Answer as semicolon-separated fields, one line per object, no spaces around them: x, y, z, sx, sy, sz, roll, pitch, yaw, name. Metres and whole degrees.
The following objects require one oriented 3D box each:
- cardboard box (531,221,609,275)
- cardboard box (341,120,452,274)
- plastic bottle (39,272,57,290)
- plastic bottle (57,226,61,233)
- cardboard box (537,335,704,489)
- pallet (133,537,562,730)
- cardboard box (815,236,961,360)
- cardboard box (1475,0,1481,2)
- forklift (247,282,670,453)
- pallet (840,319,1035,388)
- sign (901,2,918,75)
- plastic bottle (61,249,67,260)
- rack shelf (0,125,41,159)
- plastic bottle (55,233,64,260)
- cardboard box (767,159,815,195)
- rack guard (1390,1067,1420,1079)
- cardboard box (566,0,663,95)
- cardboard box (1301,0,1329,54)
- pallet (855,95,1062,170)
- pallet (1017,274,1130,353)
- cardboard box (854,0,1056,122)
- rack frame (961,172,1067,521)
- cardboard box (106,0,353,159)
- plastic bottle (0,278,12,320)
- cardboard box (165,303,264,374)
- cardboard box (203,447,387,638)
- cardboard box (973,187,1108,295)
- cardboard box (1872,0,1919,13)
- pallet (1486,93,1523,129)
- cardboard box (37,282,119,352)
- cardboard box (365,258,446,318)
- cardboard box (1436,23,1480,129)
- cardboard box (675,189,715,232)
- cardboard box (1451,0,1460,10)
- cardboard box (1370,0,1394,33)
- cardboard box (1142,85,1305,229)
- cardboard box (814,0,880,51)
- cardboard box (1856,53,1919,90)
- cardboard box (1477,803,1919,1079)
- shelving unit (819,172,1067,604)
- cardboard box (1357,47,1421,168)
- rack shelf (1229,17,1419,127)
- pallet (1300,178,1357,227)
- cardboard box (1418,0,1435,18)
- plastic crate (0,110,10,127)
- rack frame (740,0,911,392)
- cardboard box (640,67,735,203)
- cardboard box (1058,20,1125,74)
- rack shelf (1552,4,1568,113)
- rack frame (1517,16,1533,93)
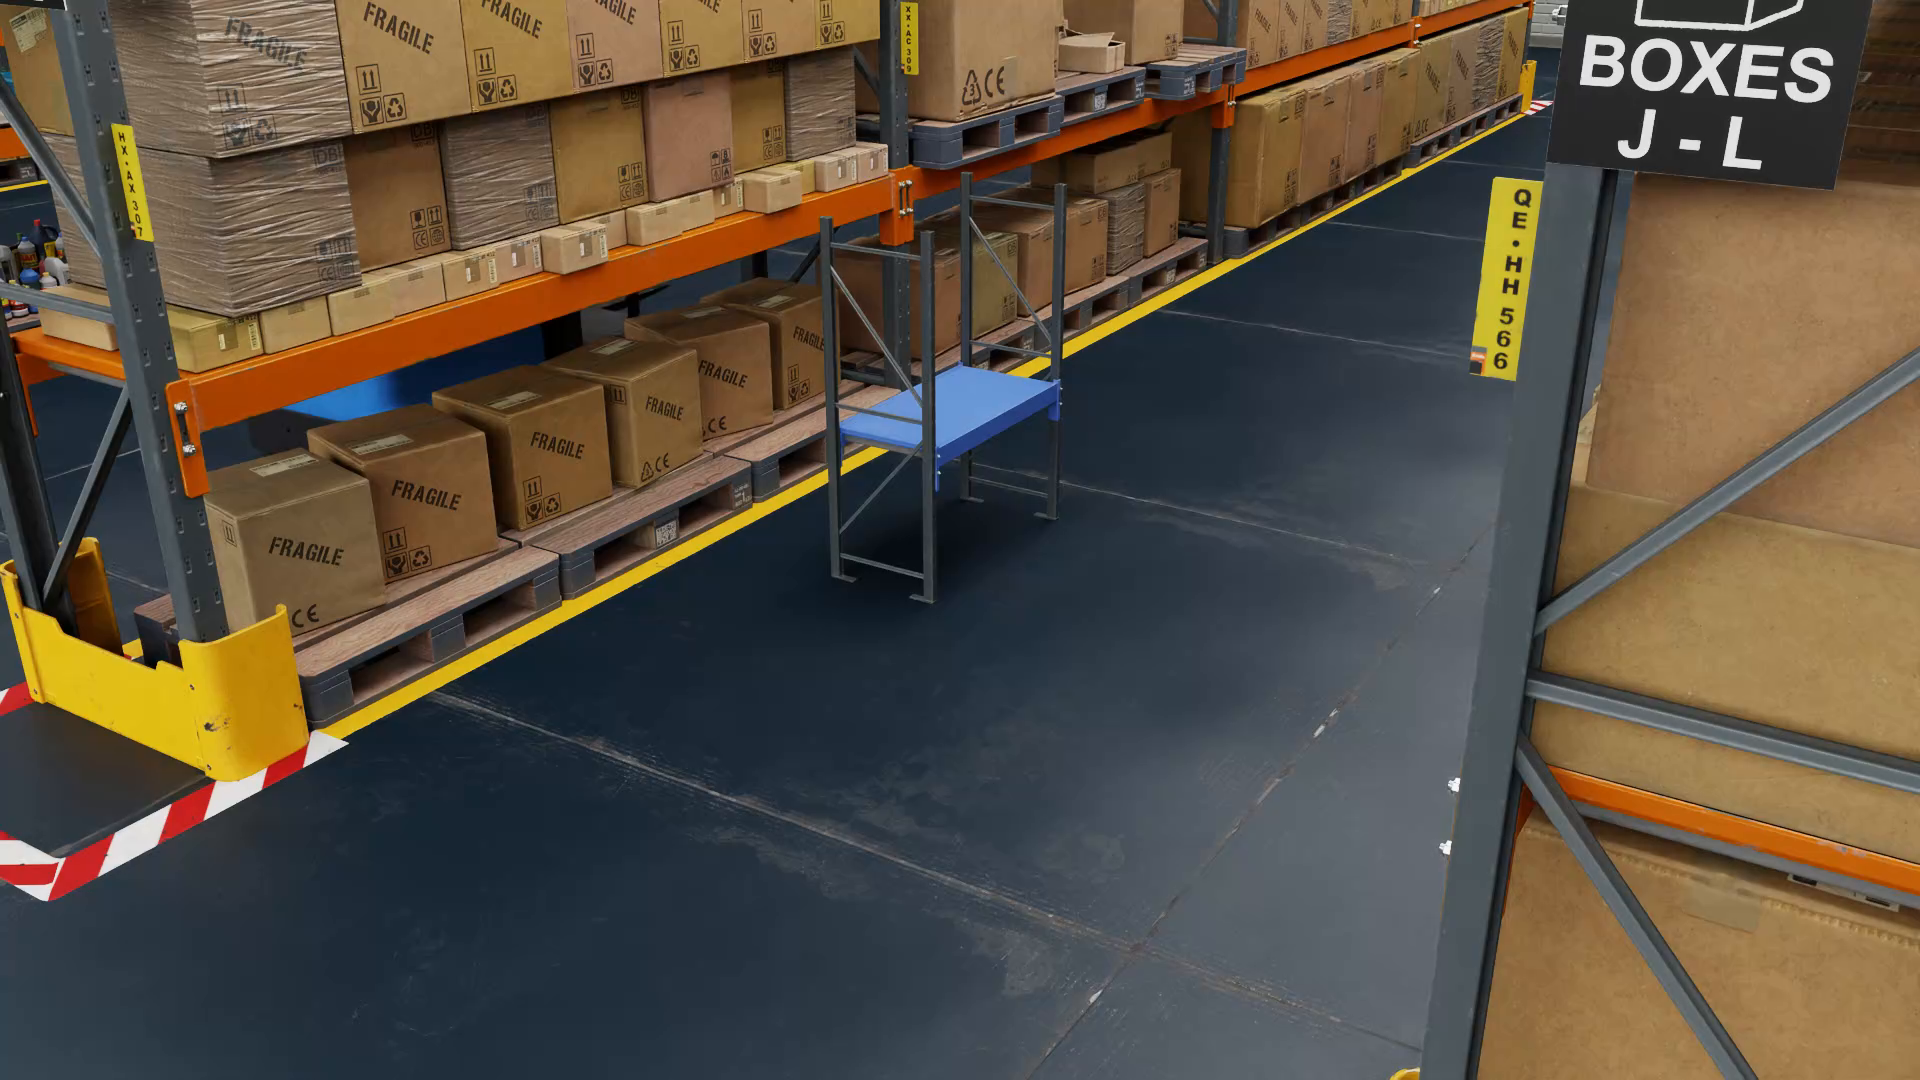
-1.590;-1.149;6.444;0.380;0.149;0.250;14;27;29;cardboard box
-2.341;-1.288;5.949;0.875;0.500;0.500;14;27;29;cardboard box
-5.409;-1.486;9.877;0.097;0.201;0.097;0;23;0;plastic bottle
-5.693;-1.921;10.692;0.144;0.351;0.185;15;27;30;plastic bottle
-1.508;-0.580;7.432;0.500;0.500;0.500;11;26;24;cardboard box
-2.318;0.255;6.394;1.003;0.211;1.213;14;27;29;pallet
-0.364;-1.339;9.161;0.700;0.500;0.500;12;26;25;cardboard box
4.773;-5.223;15.856;0.380;0.149;0.250;13;27;27;cardboard box
-2.316;-2.167;8.566;1.130;2.935;3.031;13;26;27;forklift
-0.297;-1.065;9.445;1.003;0.211;1.213;14;27;29;pallet
-0.241;-2.368;7.855;0.100;0.325;0.005;14;27;29;sign
-5.381;-1.636;10.120;0.061;0.283;0.133;14;27;29;plastic bottle
-5.969;-2.115;9.265;1.077;0.370;4.000;14;27;29;rack shelf
-5.667;-1.810;10.536;0.097;0.271;0.097;0;23;0;plastic bottle
-0.893;-1.678;7.667;0.380;0.149;0.250;14;27;29;cardboard box
1.331;1.497;3.163;1.175;0.500;0.348;14;27;29;rack guard
-1.504;-2.008;6.354;0.500;0.500;0.500;14;27;29;cardboard box
2.428;-3.933;12.434;0.500;0.500;0.500;13;27;28;cardboard box
-0.180;-2.221;8.847;1.003;0.211;1.213;14;27;29;pallet
0.346;-1.479;10.400;1.003;0.211;1.213;14;27;29;pallet
-0.168;-2.789;8.633;1.000;1.000;1.000;14;27;29;cardboard box
0.223;-0.831;7.282;0.500;1.500;0.032;14;27;29;rack frame
-2.295;-1.502;5.184;0.500;0.500;0.500;14;27;29;cardboard box
-5.570;-1.416;9.625;0.097;0.271;0.097;0;23;0;plastic bottle
-2.464;-0.663;5.322;0.380;0.149;0.250;14;27;29;cardboard box
-2.473;0.015;6.057;0.500;0.500;0.500;20;30;38;cardboard box
0.492;-1.874;10.395;0.700;0.500;0.500;16;28;33;cardboard box
3.039;-1.245;4.803;0.875;0.550;0.550;14;27;29;cardboard box
5.268;-4.566;17.532;1.003;0.211;1.213;14;27;29;pallet
-2.841;-0.756;5.537;0.380;0.149;0.250;14;27;29;cardboard box
-2.057;-0.913;5.900;0.380;0.149;0.250;14;27;29;cardboard box
4.404;-4.509;16.037;0.875;0.875;0.875;14;27;29;cardboard box
-1.272;-1.421;7.073;0.380;0.149;0.250;14;27;29;cardboard box
4.366;-4.964;15.257;0.380;0.149;0.250;13;27;28;cardboard box
3.232;-4.447;13.622;0.500;0.500;0.500;15;27;31;cardboard box
1.785;-2.878;12.269;1.225;0.875;0.875;12;26;27;cardboard box
-0.710;-2.514;7.522;0.500;0.500;0.500;14;27;29;cardboard box
2.195;-0.705;3.556;0.875;0.550;0.550;14;27;29;cardboard box
1.646;0.881;3.585;0.875;0.875;0.875;14;27;29;cardboard box
-0.045;-0.659;6.886;0.538;1.500;1.048;14;27;29;shelving unit
3.193;-3.780;14.351;1.225;0.875;0.875;14;27;29;cardboard box
2.458;-3.777;13.104;1.077;0.370;4.000;14;27;29;rack shelf
2.528;-2.813;13.482;1.003;0.211;1.213;14;27;29;pallet
3.952;-4.697;14.640;0.380;0.149;0.250;14;27;29;cardboard box
-5.556;-2.398;9.345;0.530;0.136;0.437;14;27;29;plastic crate
-0.706;-2.082;8.284;1.000;3.000;0.127;14;27;29;rack frame
-1.468;-1.774;7.072;0.875;0.500;0.500;14;27;29;cardboard box
0.753;-2.944;9.915;0.396;0.266;0.258;13;27;27;cardboard box
2.399;-1.380;3.791;1.077;0.370;4.000;14;27;29;rack shelf
5.623;-6.132;17.639;1.000;3.000;0.127;14;27;29;rack frame
